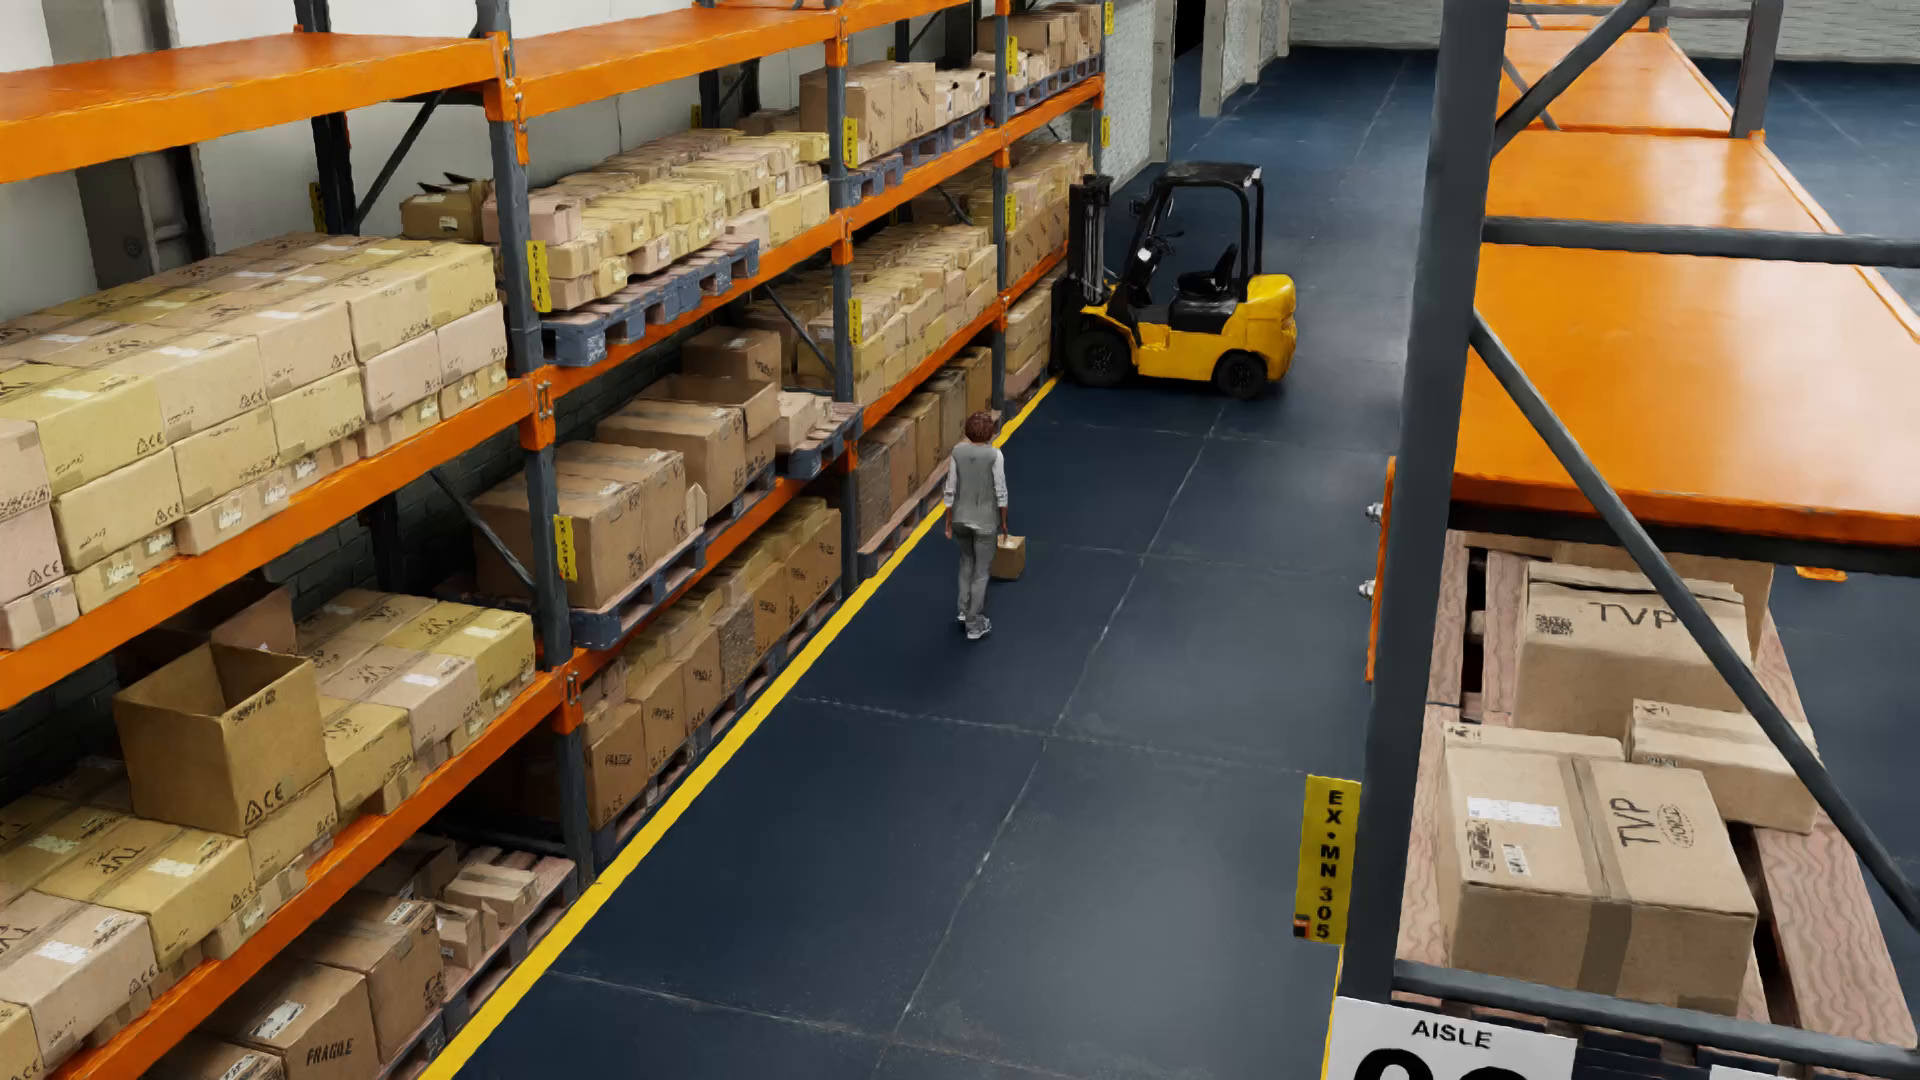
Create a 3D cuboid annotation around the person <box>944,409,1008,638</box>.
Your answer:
[{"bbox_3d":[0.103,-0.116,11.341,0.435,1.590,0.441,9,24,20],"label":"person"}]
